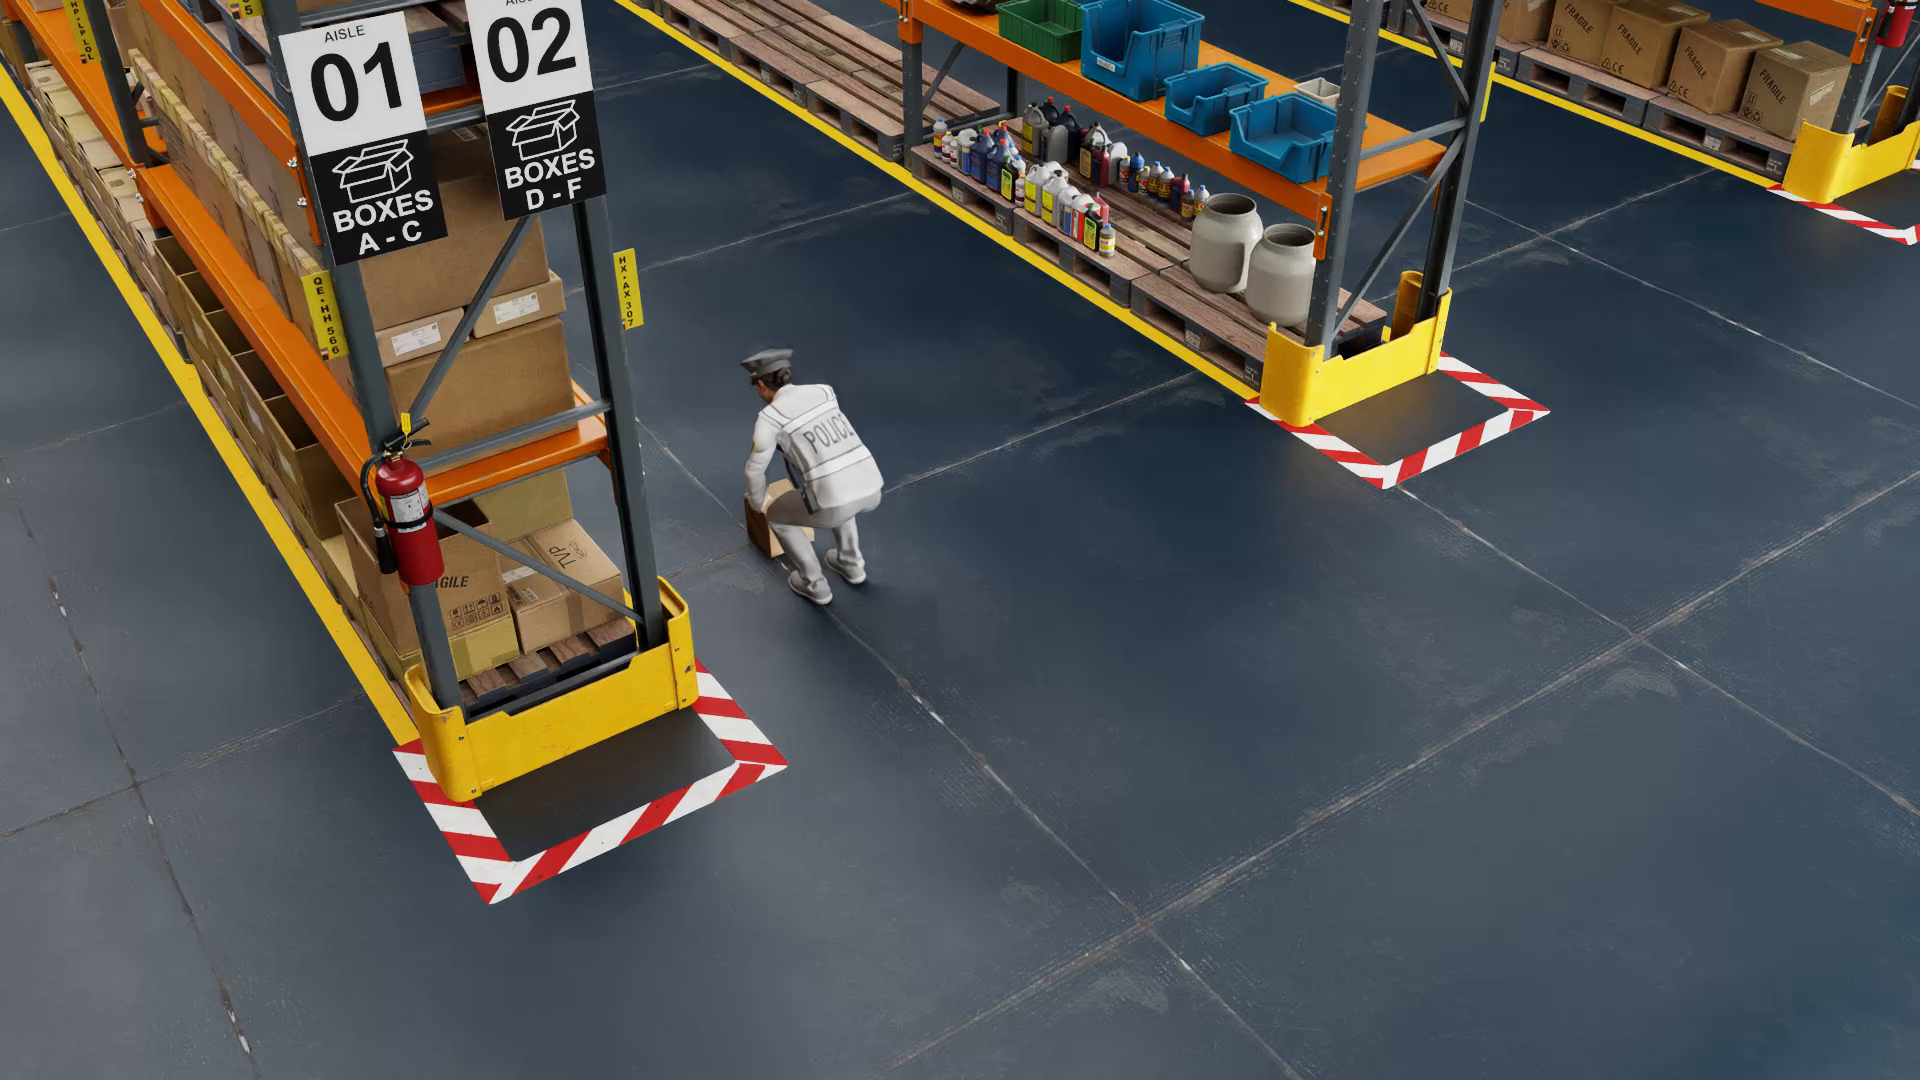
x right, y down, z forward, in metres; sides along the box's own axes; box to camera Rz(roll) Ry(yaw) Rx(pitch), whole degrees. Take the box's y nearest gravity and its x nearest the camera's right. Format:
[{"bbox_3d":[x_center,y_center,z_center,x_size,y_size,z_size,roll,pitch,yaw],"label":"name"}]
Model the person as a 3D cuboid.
[{"bbox_3d":[-0.715,-0.291,7.803,0.522,1.180,0.796,-24,43,-29],"label":"person"}]
